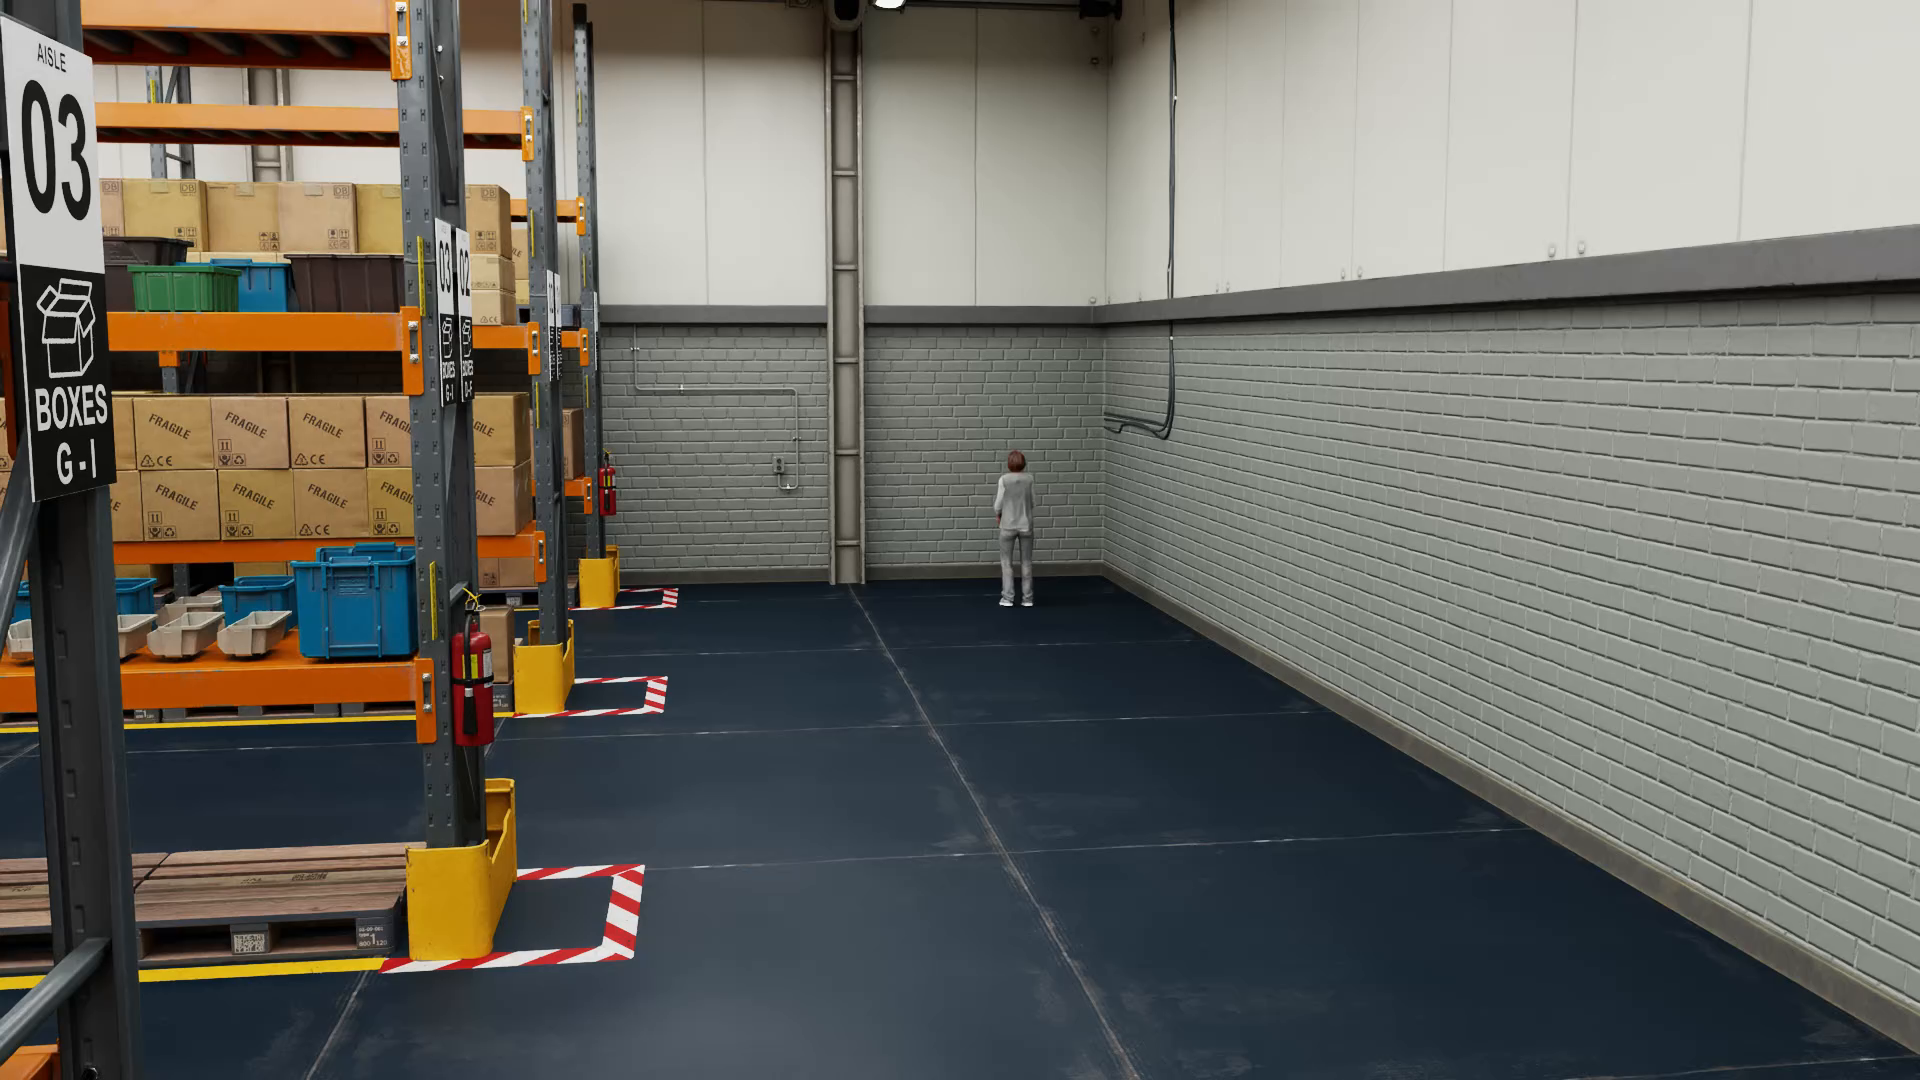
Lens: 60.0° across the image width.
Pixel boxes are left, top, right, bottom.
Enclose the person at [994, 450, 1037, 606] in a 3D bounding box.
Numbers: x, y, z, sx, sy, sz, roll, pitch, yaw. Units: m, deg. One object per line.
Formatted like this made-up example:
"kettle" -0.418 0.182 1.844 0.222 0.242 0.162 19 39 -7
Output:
"person" 0.562 -0.115 17.032 0.438 1.586 0.470 -1 7 -9
